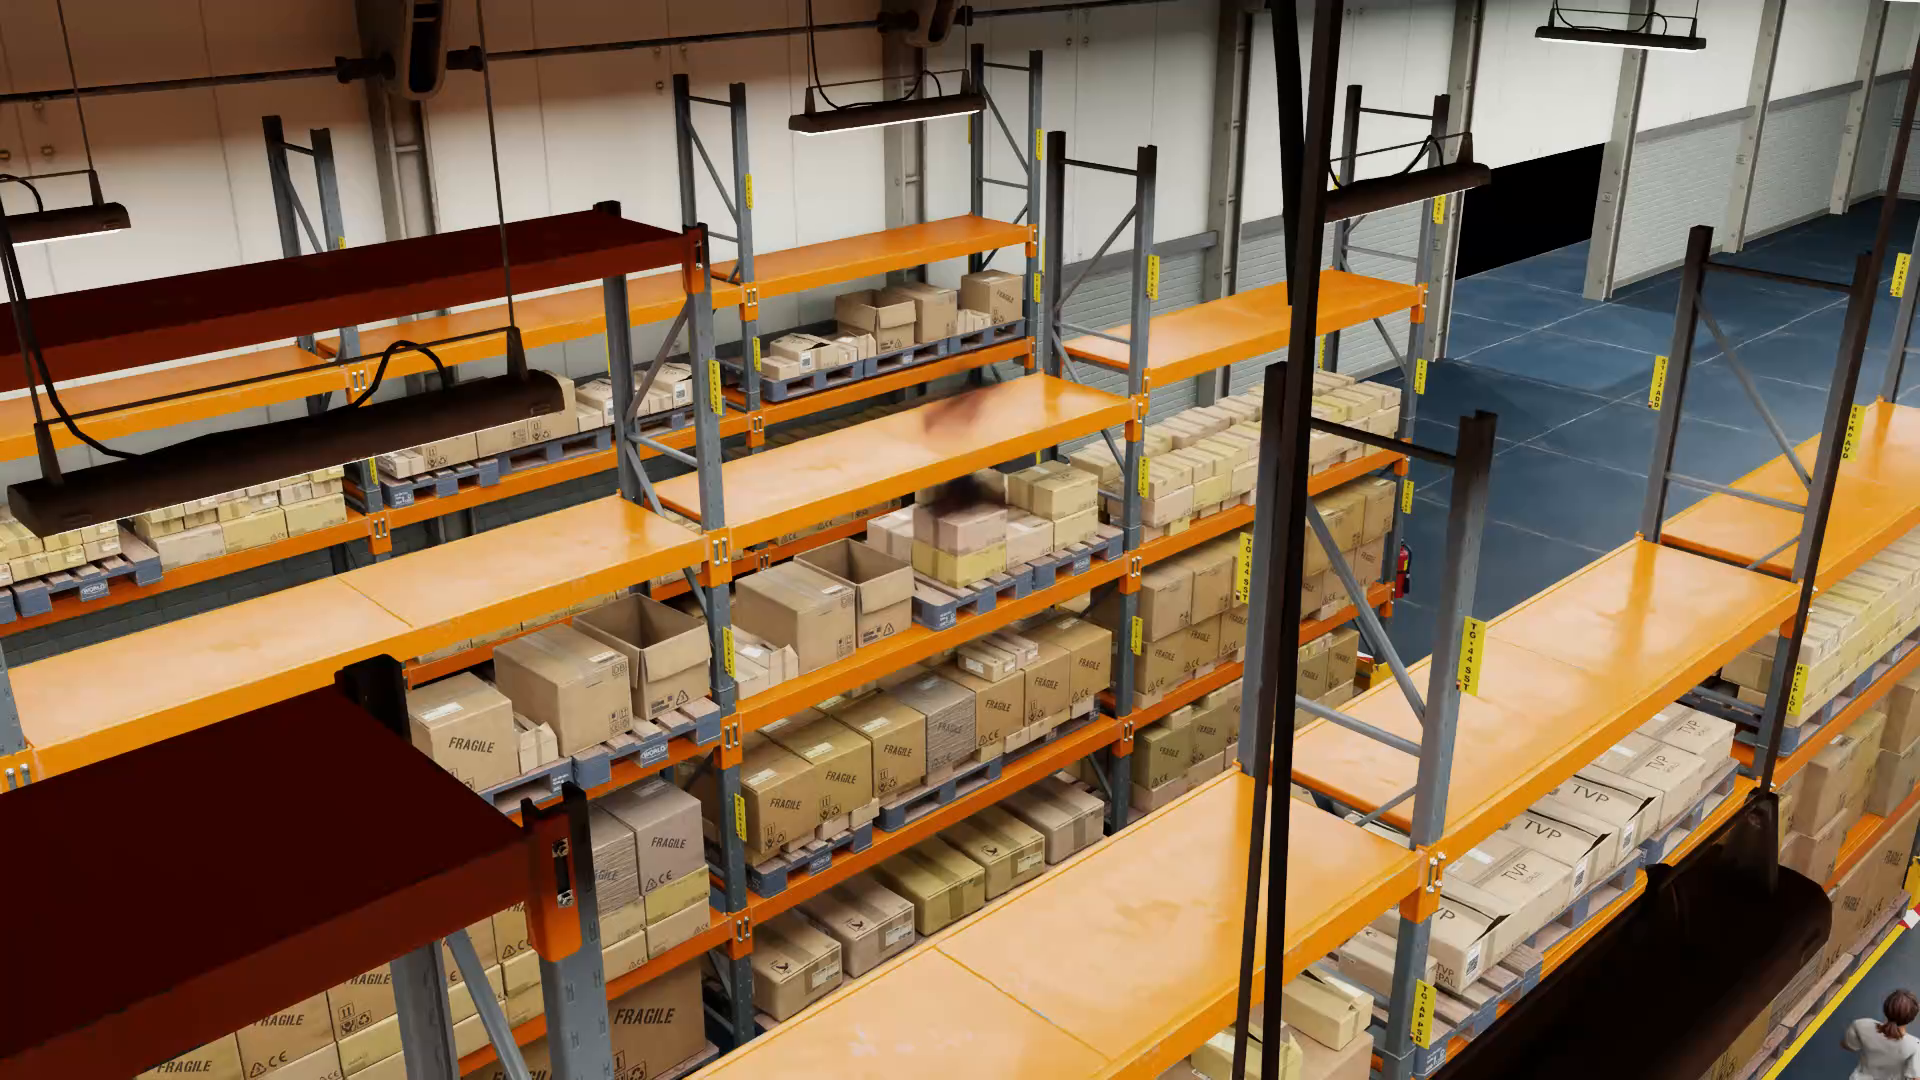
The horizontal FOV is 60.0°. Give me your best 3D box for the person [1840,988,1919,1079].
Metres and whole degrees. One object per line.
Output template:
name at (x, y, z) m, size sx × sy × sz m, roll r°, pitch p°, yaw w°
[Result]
person at (5.652, 3.457, 10.240) m, size 0.564 × 1.655 × 0.969 m, roll 19°, pitch 29°, yaw 38°
